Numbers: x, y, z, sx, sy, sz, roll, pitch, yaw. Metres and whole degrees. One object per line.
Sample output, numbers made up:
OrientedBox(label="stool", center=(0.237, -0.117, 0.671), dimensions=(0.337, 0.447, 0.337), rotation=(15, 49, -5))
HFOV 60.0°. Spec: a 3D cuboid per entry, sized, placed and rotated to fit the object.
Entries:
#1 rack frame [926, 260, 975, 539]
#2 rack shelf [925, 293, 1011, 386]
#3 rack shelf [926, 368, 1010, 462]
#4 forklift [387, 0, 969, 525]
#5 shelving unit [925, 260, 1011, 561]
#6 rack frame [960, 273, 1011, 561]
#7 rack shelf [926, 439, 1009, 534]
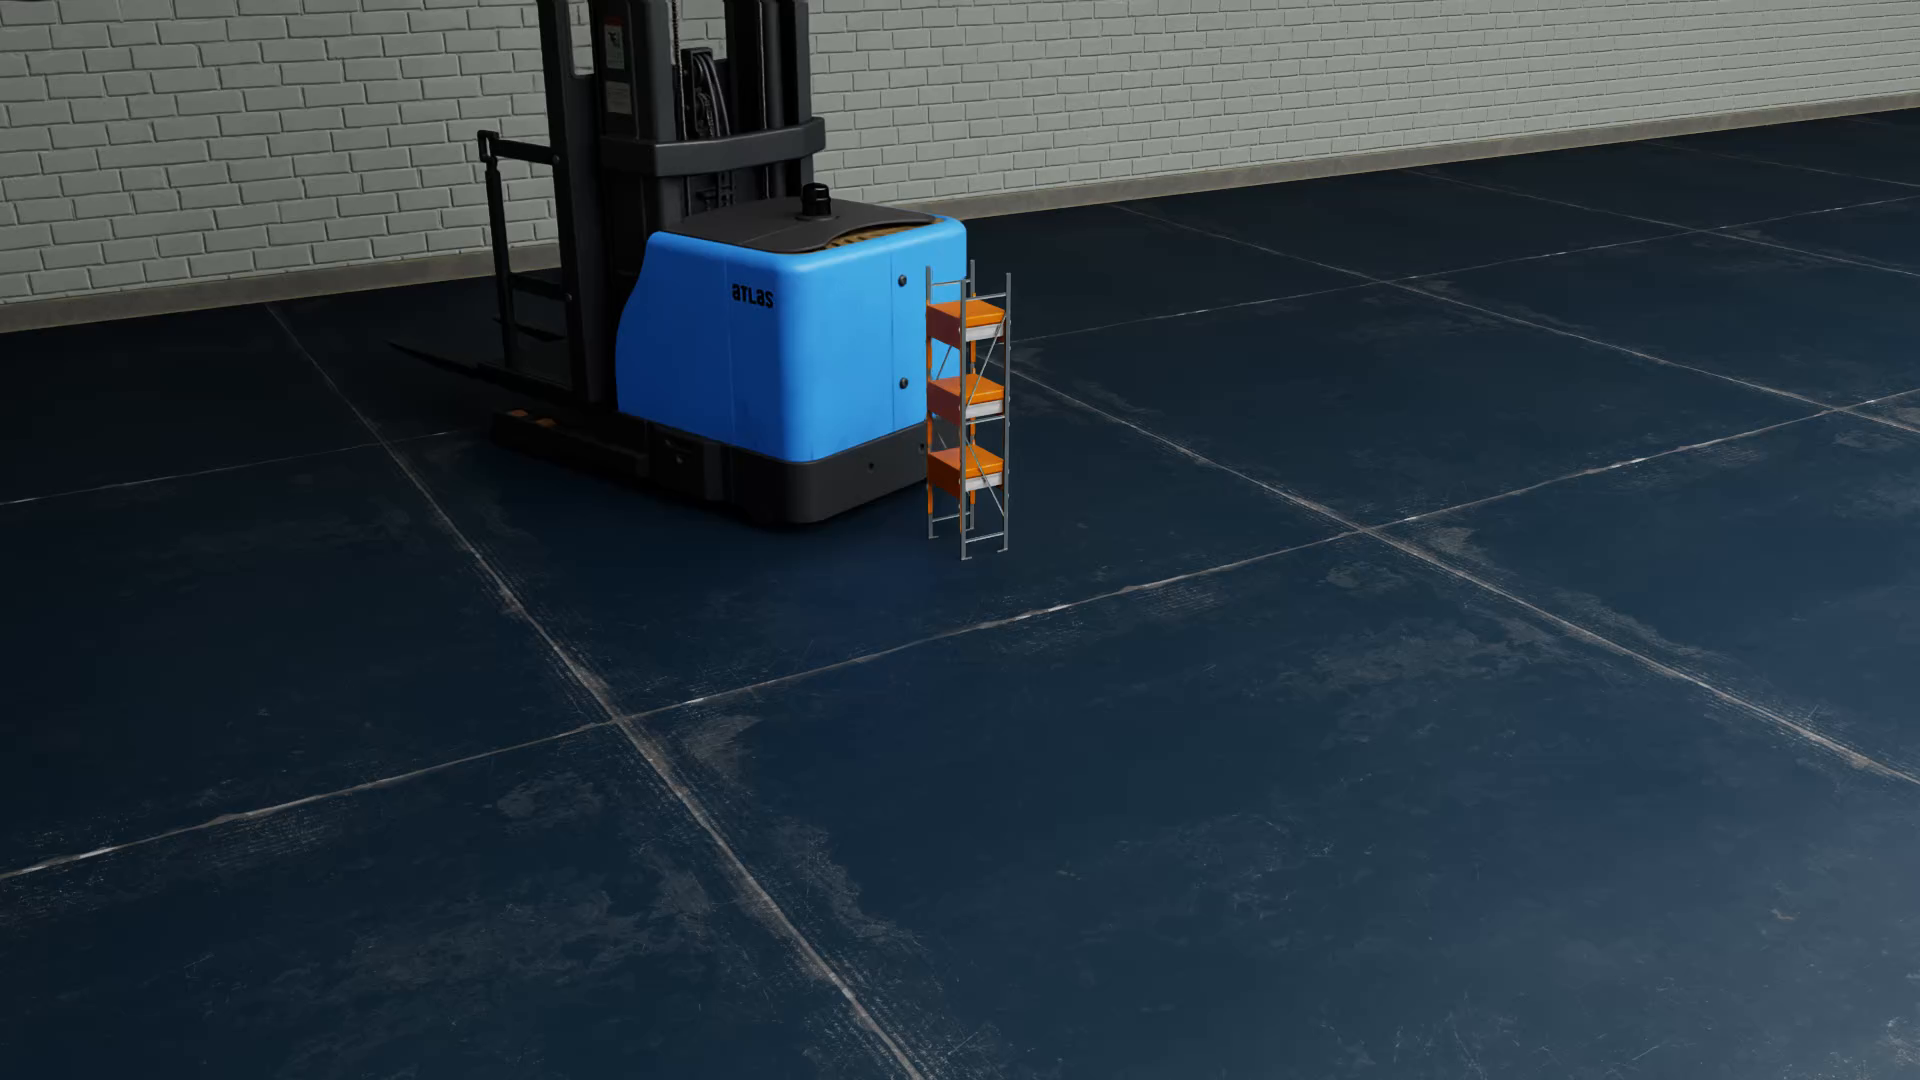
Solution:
OrientedBox(label="rack frame", center=(-0.035, -0.509, 6.168), dimensions=(0.200, 1.050, 0.008), rotation=(-13, 25, -28))
OrientedBox(label="rack shelf", center=(0.027, -0.722, 5.968), dimensions=(0.215, 0.259, 0.240), rotation=(-13, 25, -28))
OrientedBox(label="rack shelf", center=(0.027, -0.459, 6.075), dimensions=(0.215, 0.259, 0.240), rotation=(-13, 25, -28))
OrientedBox(label="forklift", center=(-1.415, -1.853, 6.977), dimensions=(3.031, 2.935, 1.130), rotation=(17, 28, 36))
OrientedBox(label="shelving unit", center=(0.027, -0.469, 6.071), dimensions=(0.215, 1.050, 0.252), rotation=(-13, 25, -28))
OrientedBox(label="rack frame", center=(0.090, -0.430, 5.974), dimensions=(0.200, 1.050, 0.008), rotation=(-13, 25, -28))
OrientedBox(label="rack shelf", center=(0.027, -0.202, 6.180), dimensions=(0.215, 0.259, 0.240), rotation=(-13, 25, -28))
